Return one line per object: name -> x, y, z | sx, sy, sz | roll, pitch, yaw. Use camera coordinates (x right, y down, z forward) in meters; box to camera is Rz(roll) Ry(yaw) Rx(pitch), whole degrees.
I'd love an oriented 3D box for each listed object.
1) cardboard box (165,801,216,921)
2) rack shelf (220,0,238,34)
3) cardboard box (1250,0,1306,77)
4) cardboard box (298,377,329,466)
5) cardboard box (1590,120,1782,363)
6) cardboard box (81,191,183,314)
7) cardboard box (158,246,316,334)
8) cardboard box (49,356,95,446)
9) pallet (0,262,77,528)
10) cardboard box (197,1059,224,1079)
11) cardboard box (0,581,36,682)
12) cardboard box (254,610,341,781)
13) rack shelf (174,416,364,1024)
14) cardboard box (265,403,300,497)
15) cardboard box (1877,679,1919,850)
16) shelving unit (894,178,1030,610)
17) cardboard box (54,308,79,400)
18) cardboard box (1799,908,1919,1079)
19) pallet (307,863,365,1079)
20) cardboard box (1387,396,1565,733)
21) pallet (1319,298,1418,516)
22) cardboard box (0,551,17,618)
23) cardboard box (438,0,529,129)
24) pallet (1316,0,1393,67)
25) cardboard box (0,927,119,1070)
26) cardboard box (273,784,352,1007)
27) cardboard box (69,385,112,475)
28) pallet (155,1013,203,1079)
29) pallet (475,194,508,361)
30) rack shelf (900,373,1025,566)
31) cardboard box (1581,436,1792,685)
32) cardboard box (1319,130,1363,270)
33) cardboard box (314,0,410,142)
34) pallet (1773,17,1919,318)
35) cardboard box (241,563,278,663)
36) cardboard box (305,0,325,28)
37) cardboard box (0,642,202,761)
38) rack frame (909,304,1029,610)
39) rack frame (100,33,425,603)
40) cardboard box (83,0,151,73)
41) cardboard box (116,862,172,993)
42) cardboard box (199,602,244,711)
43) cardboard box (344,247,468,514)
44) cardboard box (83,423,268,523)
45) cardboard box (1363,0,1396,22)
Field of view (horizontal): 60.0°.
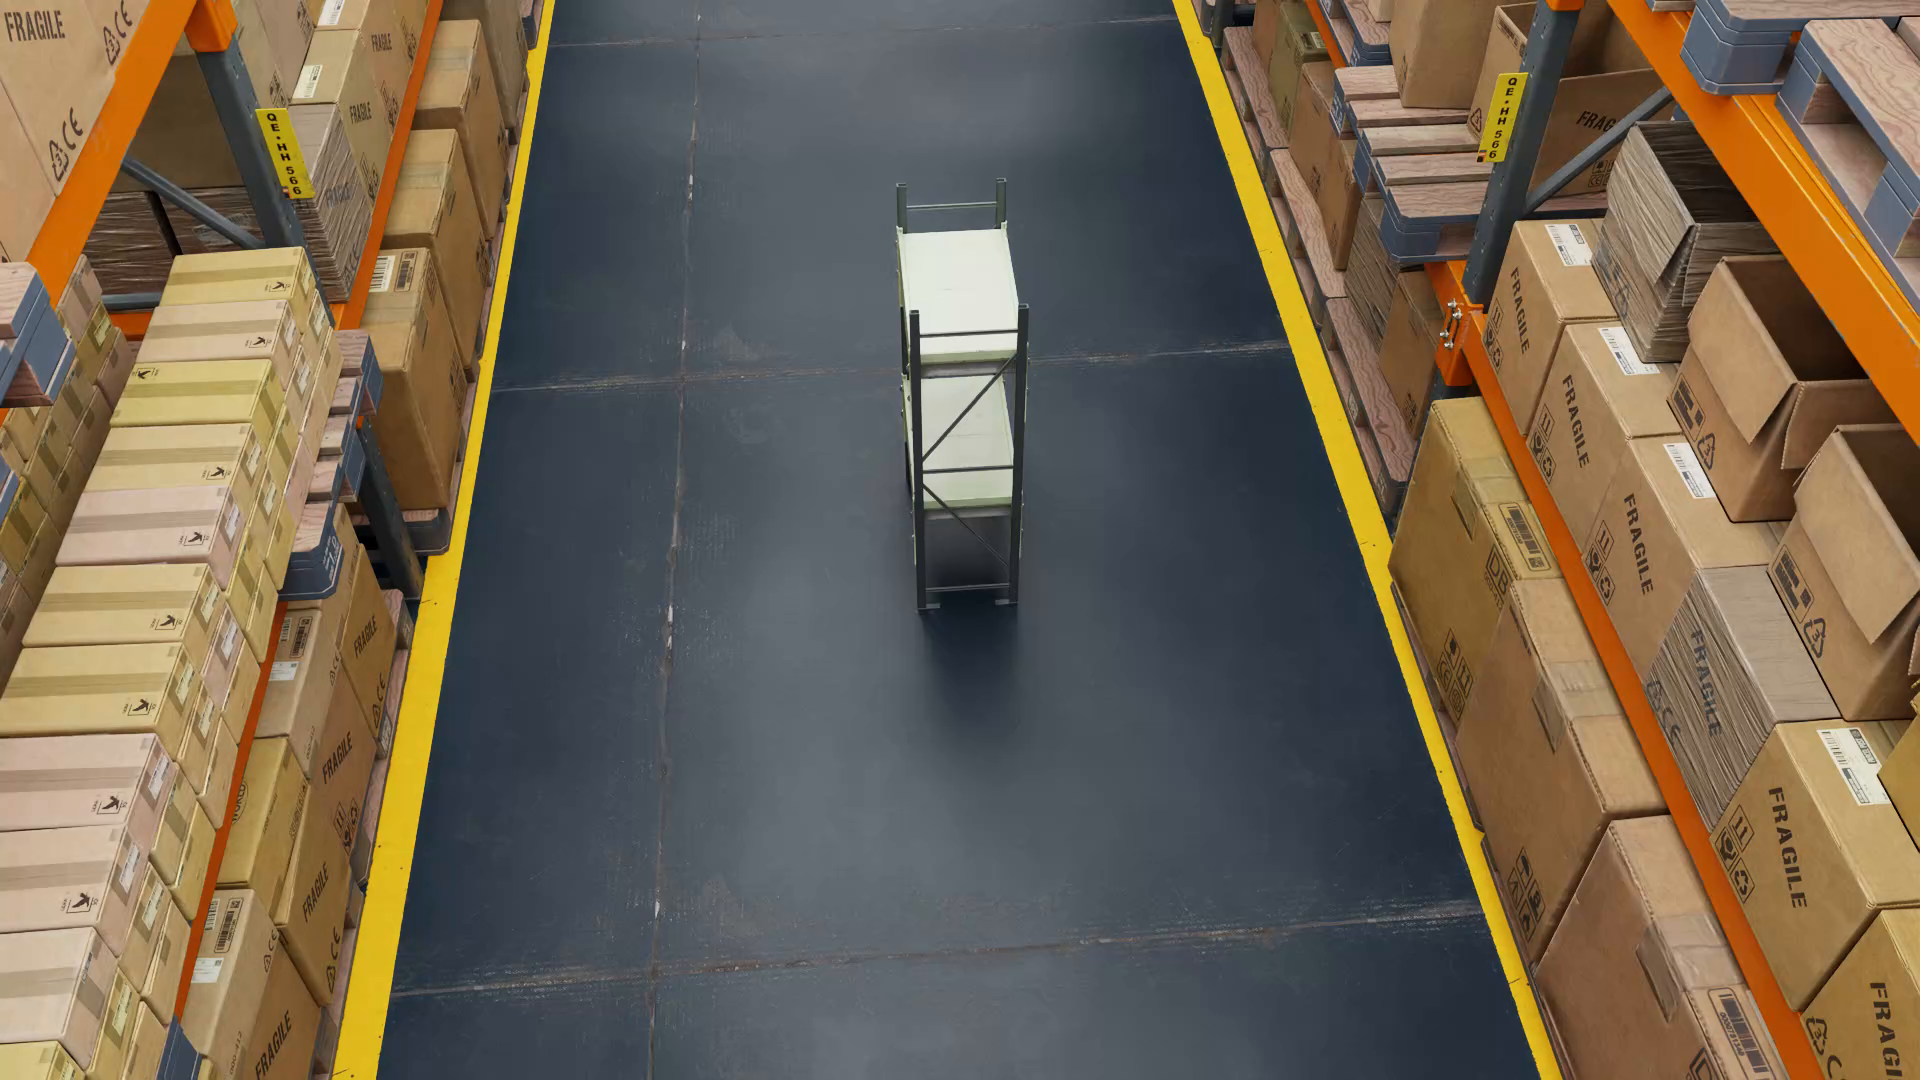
cardboard box -> -2.015, 0.778, 3.967 | 0.380, 0.149, 0.250 | -4, 47, -4
rack shelf -> -2.828, -3.031, 6.121 | 1.077, 0.370, 4.000 | -3, 47, -3
cardboard box -> 1.985, -2.769, 8.861 | 0.700, 0.500, 0.500 | -7, 47, -6
cardboard box -> -2.142, -0.350, 5.035 | 0.380, 0.149, 0.250 | -4, 47, -3
cardboard box -> 2.335, -0.878, 4.892 | 0.797, 0.503, 0.637 | -2, 47, -2
cardboard box -> -2.966, -1.144, 5.835 | 0.500, 0.500, 0.500 | -3, 47, -3
cardboard box -> -2.163, -0.736, 4.992 | 0.380, 0.149, 0.250 | -5, 47, -5
cardboard box -> -2.796, -0.402, 4.881 | 0.380, 0.149, 0.250 | -1, 47, -1
pallet -> -2.361, -0.076, 2.956 | 1.213, 0.211, 1.003 | -3, 47, -3
cardboard box -> -2.172, 1.615, 4.207 | 0.500, 0.250, 0.500 | -2, 47, -2
cardboard box -> -2.730, 0.255, 4.463 | 0.380, 0.149, 0.250 | -2, 47, -2
cardboard box -> -2.289, 0.501, 5.262 | 0.500, 0.250, 0.500 | -3, 47, -3
rack shelf -> -2.493, 0.894, 4.469 | 1.077, 0.370, 4.000 | -3, 47, -3
cardboard box -> -2.117, -0.248, 4.734 | 0.380, 0.149, 0.250 | -2, 47, -2
cardboard box -> 2.518, 0.527, 3.561 | 0.797, 0.503, 0.637 | -3, 47, -3
shelving unit -> -0.001, -0.521, 6.347 | 0.431, 1.500, 0.755 | -3, 47, -3
cardboard box -> -2.790, -0.522, 4.789 | 0.380, 0.149, 0.250 | -5, 47, -4
cardboard box -> 2.279, 1.151, 3.662 | 0.500, 0.500, 0.500 | -2, 47, -2
pallet -> -2.498, 1.605, 5.221 | 1.003, 0.211, 1.213 | -3, 47, -3
cardboard box -> 2.327, 0.058, 5.940 | 1.225, 0.875, 0.875 | -5, 47, -5
pallet -> 2.226, -0.635, 7.343 | 1.003, 0.211, 1.213 | -3, 47, -3
cardboard box -> -2.729, 0.153, 4.354 | 0.380, 0.149, 0.250 | -3, 47, -3
cardboard box -> -2.854, -2.621, 8.564 | 1.050, 0.750, 0.750 | -4, 47, -3
pallet -> 2.084, -2.392, 7.218 | 1.003, 0.211, 1.213 | -3, 47, -3
cardboard box -> -1.967, 0.950, 3.394 | 0.380, 0.149, 0.250 | -4, 47, -4
cardboard box -> -2.245, 1.133, 5.180 | 0.500, 0.500, 0.500 | -5, 47, -5
cardboard box -> -2.802, -0.328, 5.015 | 0.380, 0.149, 0.250 | -1, 47, -1
pallet -> -2.245, 1.598, 3.439 | 1.003, 0.211, 1.213 | -3, 47, -3
pallet -> -2.751, -1.297, 7.969 | 1.003, 0.211, 1.213 | -3, 47, -3
rack shelf -> -0.001, -0.296, 6.583 | 0.431, 0.370, 0.720 | -3, 47, -3
cardboard box -> 2.152, 0.049, 4.706 | 0.500, 0.500, 0.500 | -4, 47, -4
cardboard box -> 2.101, -1.614, 7.768 | 0.700, 0.500, 0.500 | 0, 47, 0
cardboard box -> -2.516, -1.908, 6.559 | 0.500, 0.500, 0.500 | -4, 47, -3
pallet -> 2.494, -0.724, 3.570 | 1.003, 0.211, 1.213 | -2, 47, -1
cardboard box -> -2.079, 0.212, 4.504 | 0.380, 0.149, 0.250 | -5, 47, -5
cardboard box -> -2.777, -2.241, 6.185 | 0.700, 0.500, 0.500 | -4, 47, -4
cardboard box -> -2.036, 0.388, 3.927 | 0.380, 0.149, 0.250 | -2, 47, -2
rack frame -> 0.030, -0.256, 6.096 | 0.400, 1.500, 0.023 | -3, 47, -3
rack frame -> -2.661, -0.800, 5.578 | 1.000, 3.000, 0.127 | -3, 47, -3
cardboard box -> -2.360, -1.468, 4.076 | 0.500, 0.500, 0.500 | -3, 47, -3
cardboard box -> -1.993, 0.863, 3.682 | 0.380, 0.149, 0.250 | -2, 47, -2
cardboard box -> -2.056, 0.302, 4.213 | 0.380, 0.149, 0.250 | -2, 47, -2
cardboard box -> -2.622, -0.617, 6.665 | 1.050, 0.750, 0.750 | -4, 47, -4
cardboard box -> -2.096, -0.172, 4.457 | 0.380, 0.149, 0.250 | -2, 47, -2
cardboard box -> 1.882, -2.317, 6.818 | 0.396, 0.266, 0.258 | -5, 47, -4
